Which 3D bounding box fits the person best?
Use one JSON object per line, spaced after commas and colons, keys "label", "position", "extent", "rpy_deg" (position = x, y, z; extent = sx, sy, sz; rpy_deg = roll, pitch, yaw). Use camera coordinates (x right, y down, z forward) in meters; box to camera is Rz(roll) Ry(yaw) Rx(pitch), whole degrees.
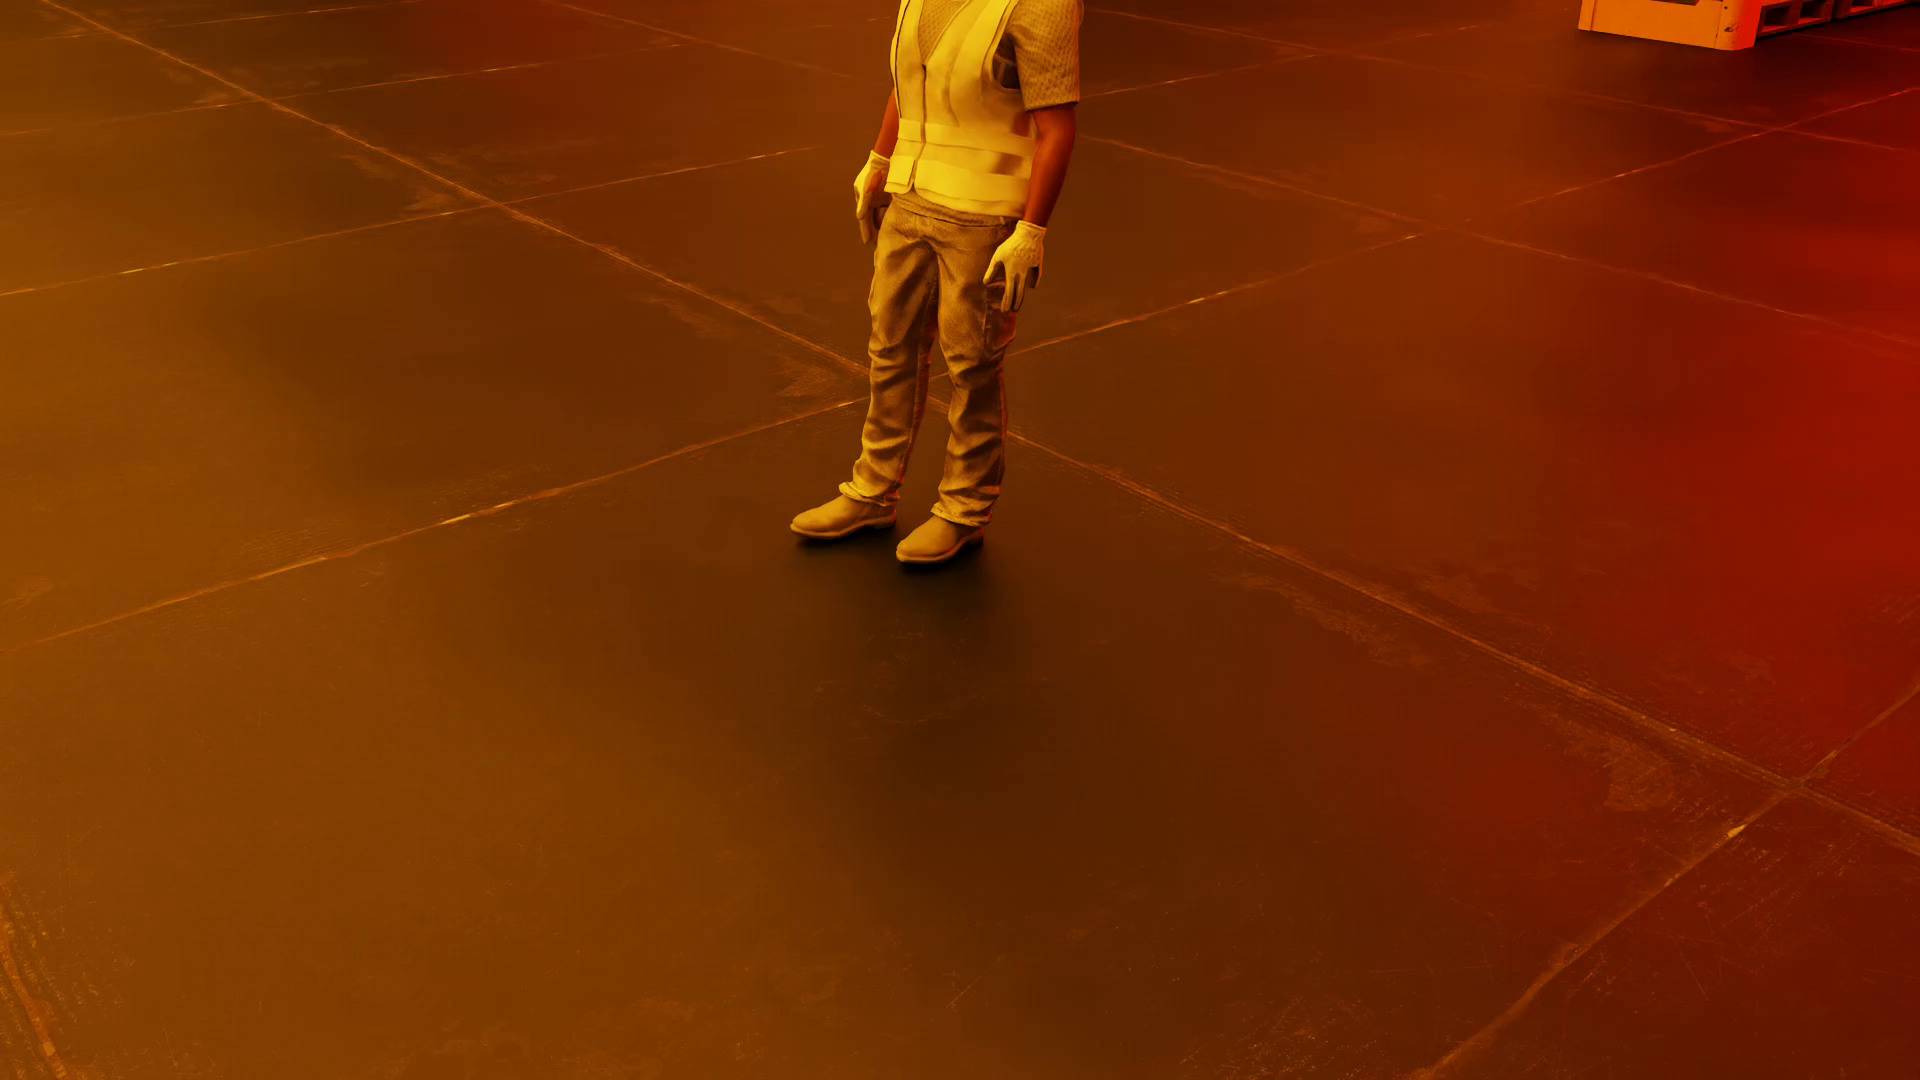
{"label": "person", "position": [-0.060, -0.788, 4.066], "extent": [0.577, 1.781, 0.656], "rpy_deg": [-20, 33, -35]}
